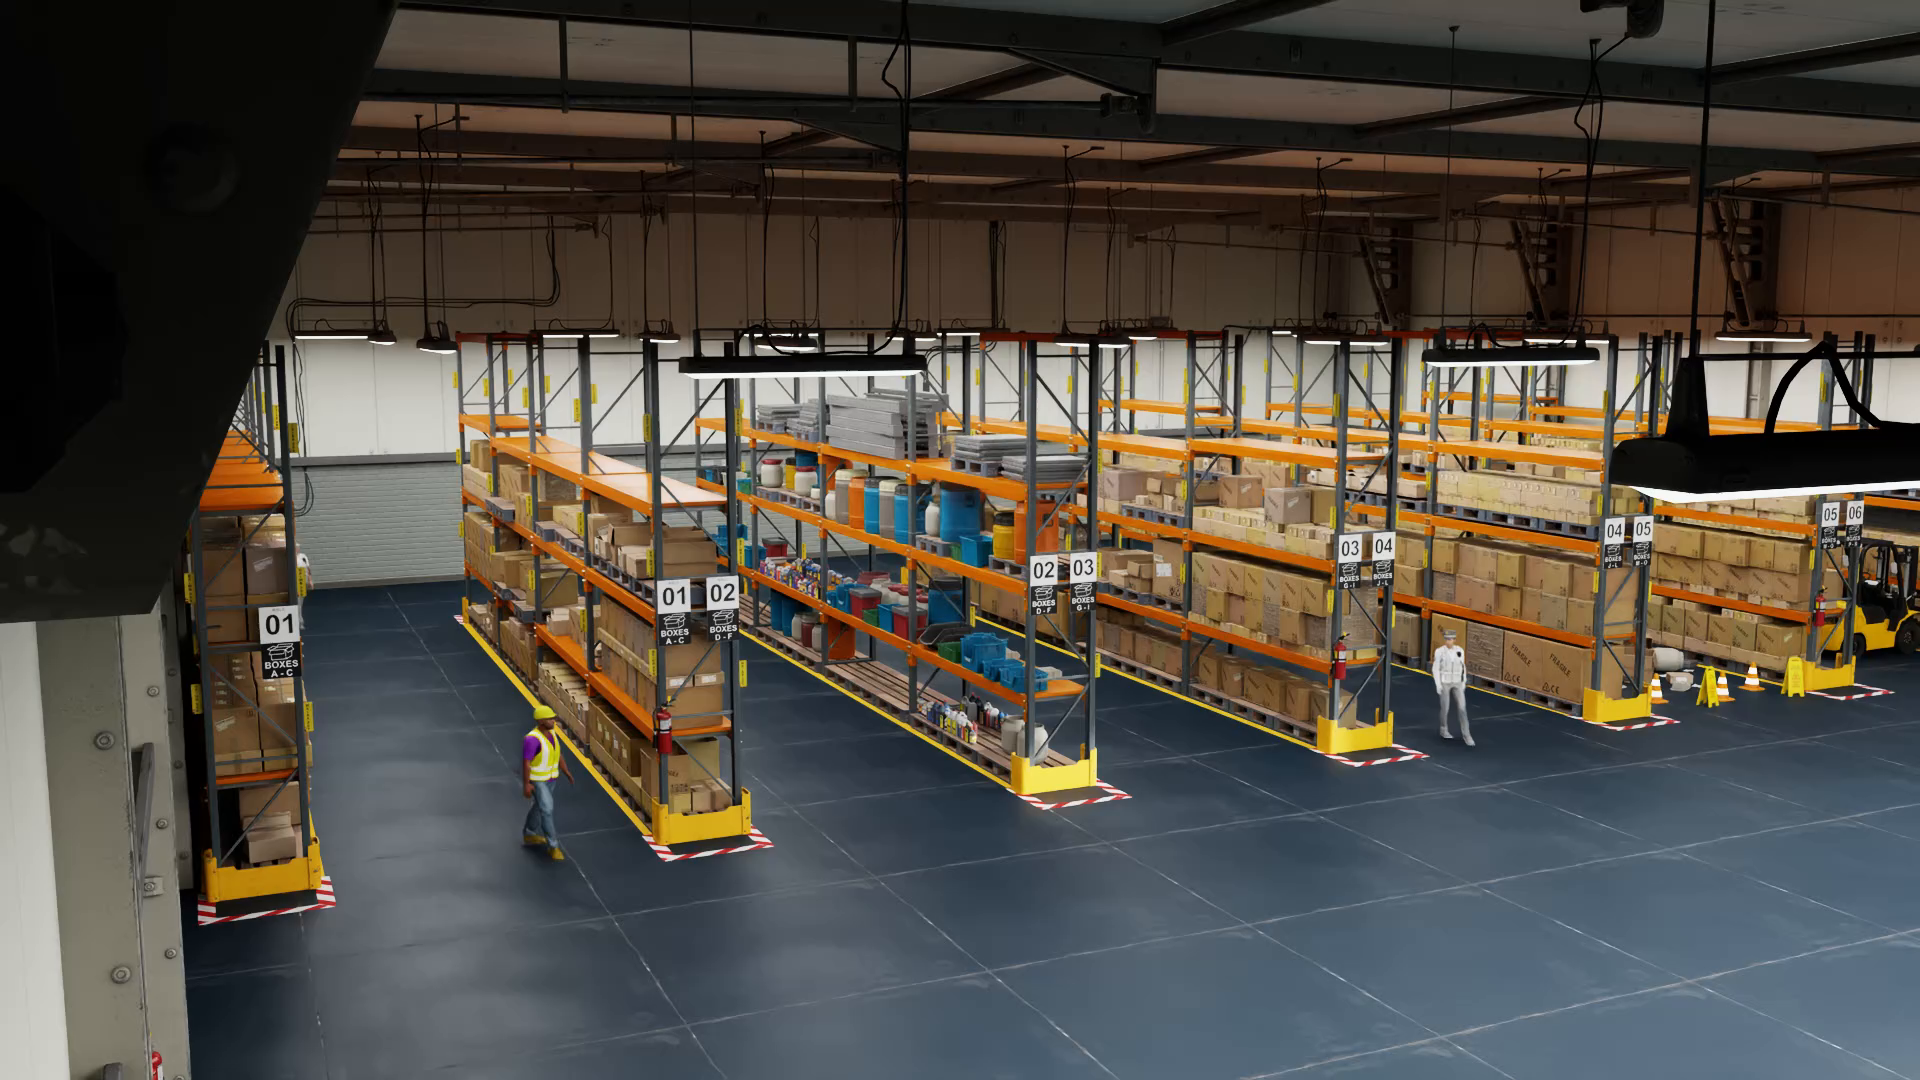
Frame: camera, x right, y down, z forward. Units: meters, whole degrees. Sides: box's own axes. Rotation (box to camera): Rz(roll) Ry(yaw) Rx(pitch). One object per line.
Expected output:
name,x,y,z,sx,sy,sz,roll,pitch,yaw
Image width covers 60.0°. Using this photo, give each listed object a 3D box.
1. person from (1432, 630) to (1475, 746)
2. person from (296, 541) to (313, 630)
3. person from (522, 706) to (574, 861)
person,7.355,2.179,24.784,0.590,1.665,0.622,0,8,4
person,-13.491,0.903,33.918,0.783,1.798,0.587,5,9,33
person,-4.909,2.832,19.660,0.860,1.772,0.651,5,9,31
